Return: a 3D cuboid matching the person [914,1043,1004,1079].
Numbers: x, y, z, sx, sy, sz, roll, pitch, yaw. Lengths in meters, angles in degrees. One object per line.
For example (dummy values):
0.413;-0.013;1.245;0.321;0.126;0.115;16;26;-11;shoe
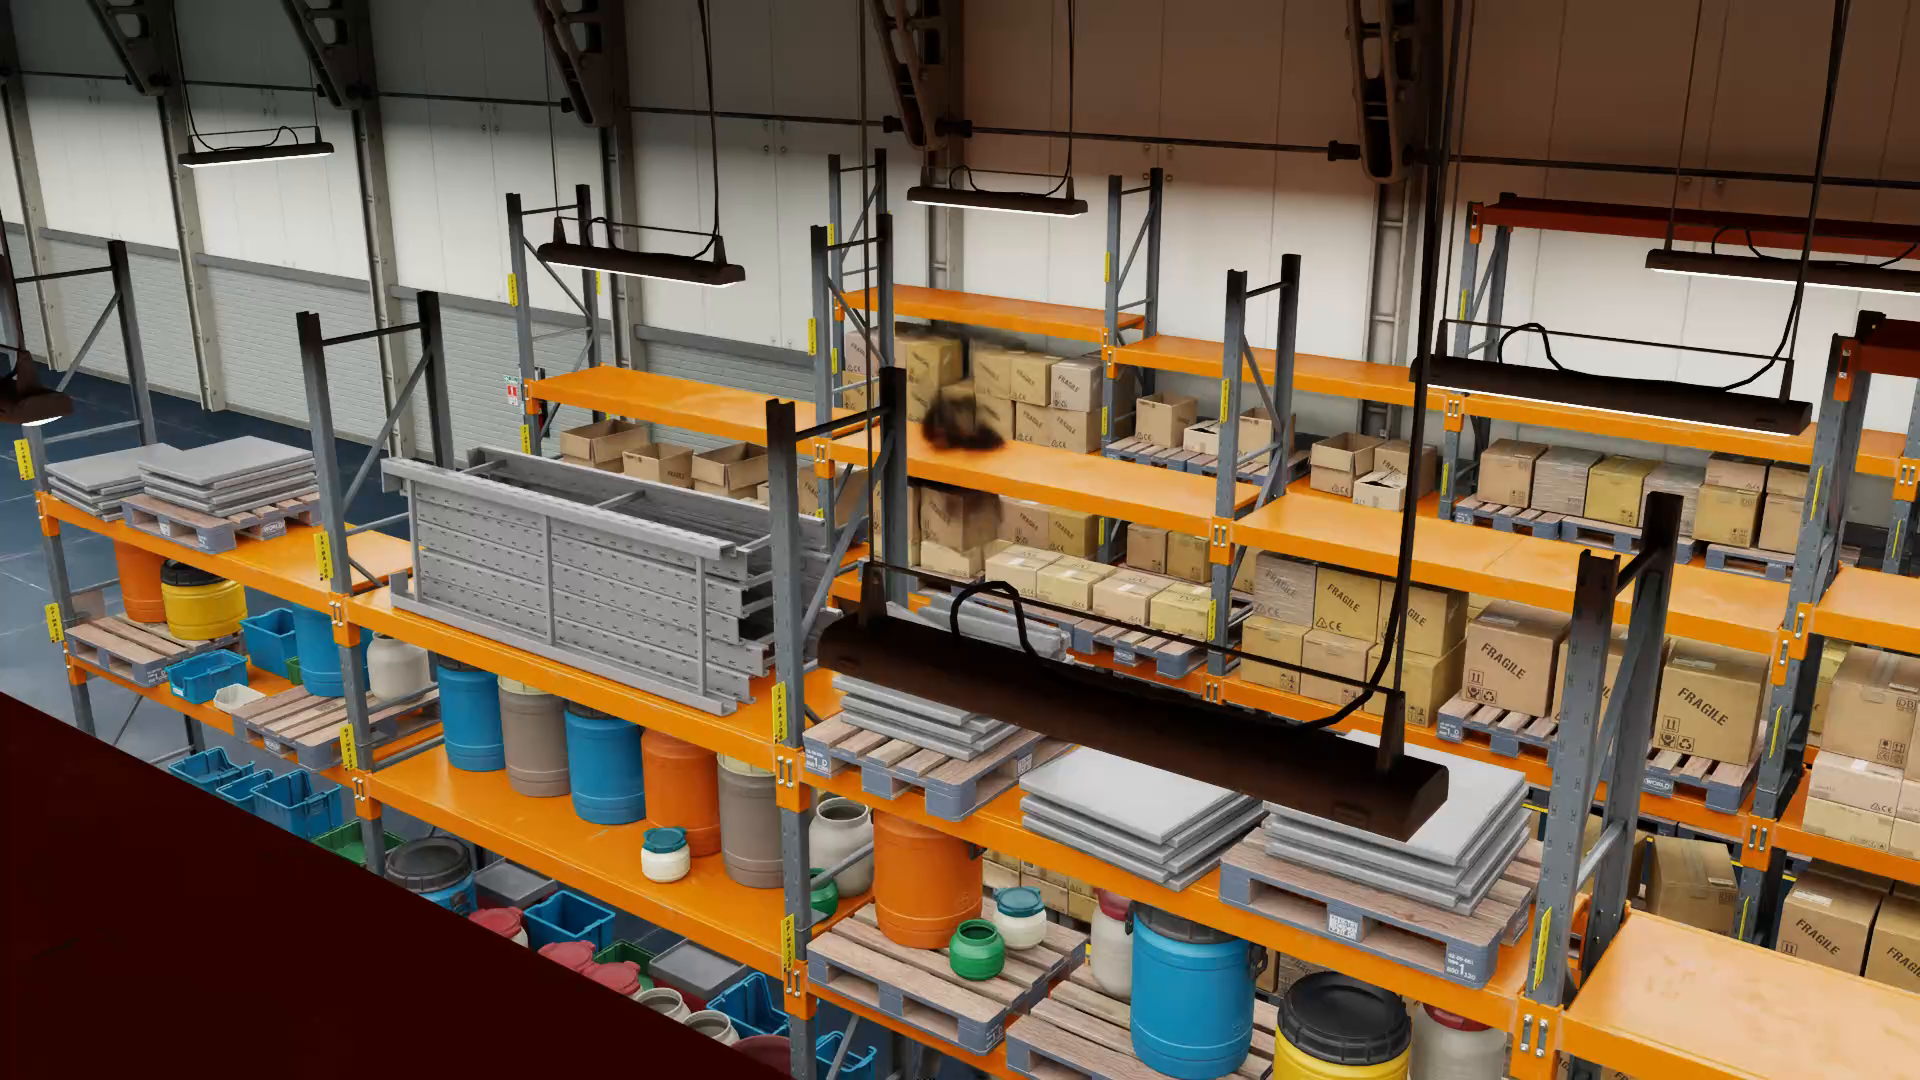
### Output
-0.063;3.426;12.122;0.957;1.668;0.571;9;20;25;person
